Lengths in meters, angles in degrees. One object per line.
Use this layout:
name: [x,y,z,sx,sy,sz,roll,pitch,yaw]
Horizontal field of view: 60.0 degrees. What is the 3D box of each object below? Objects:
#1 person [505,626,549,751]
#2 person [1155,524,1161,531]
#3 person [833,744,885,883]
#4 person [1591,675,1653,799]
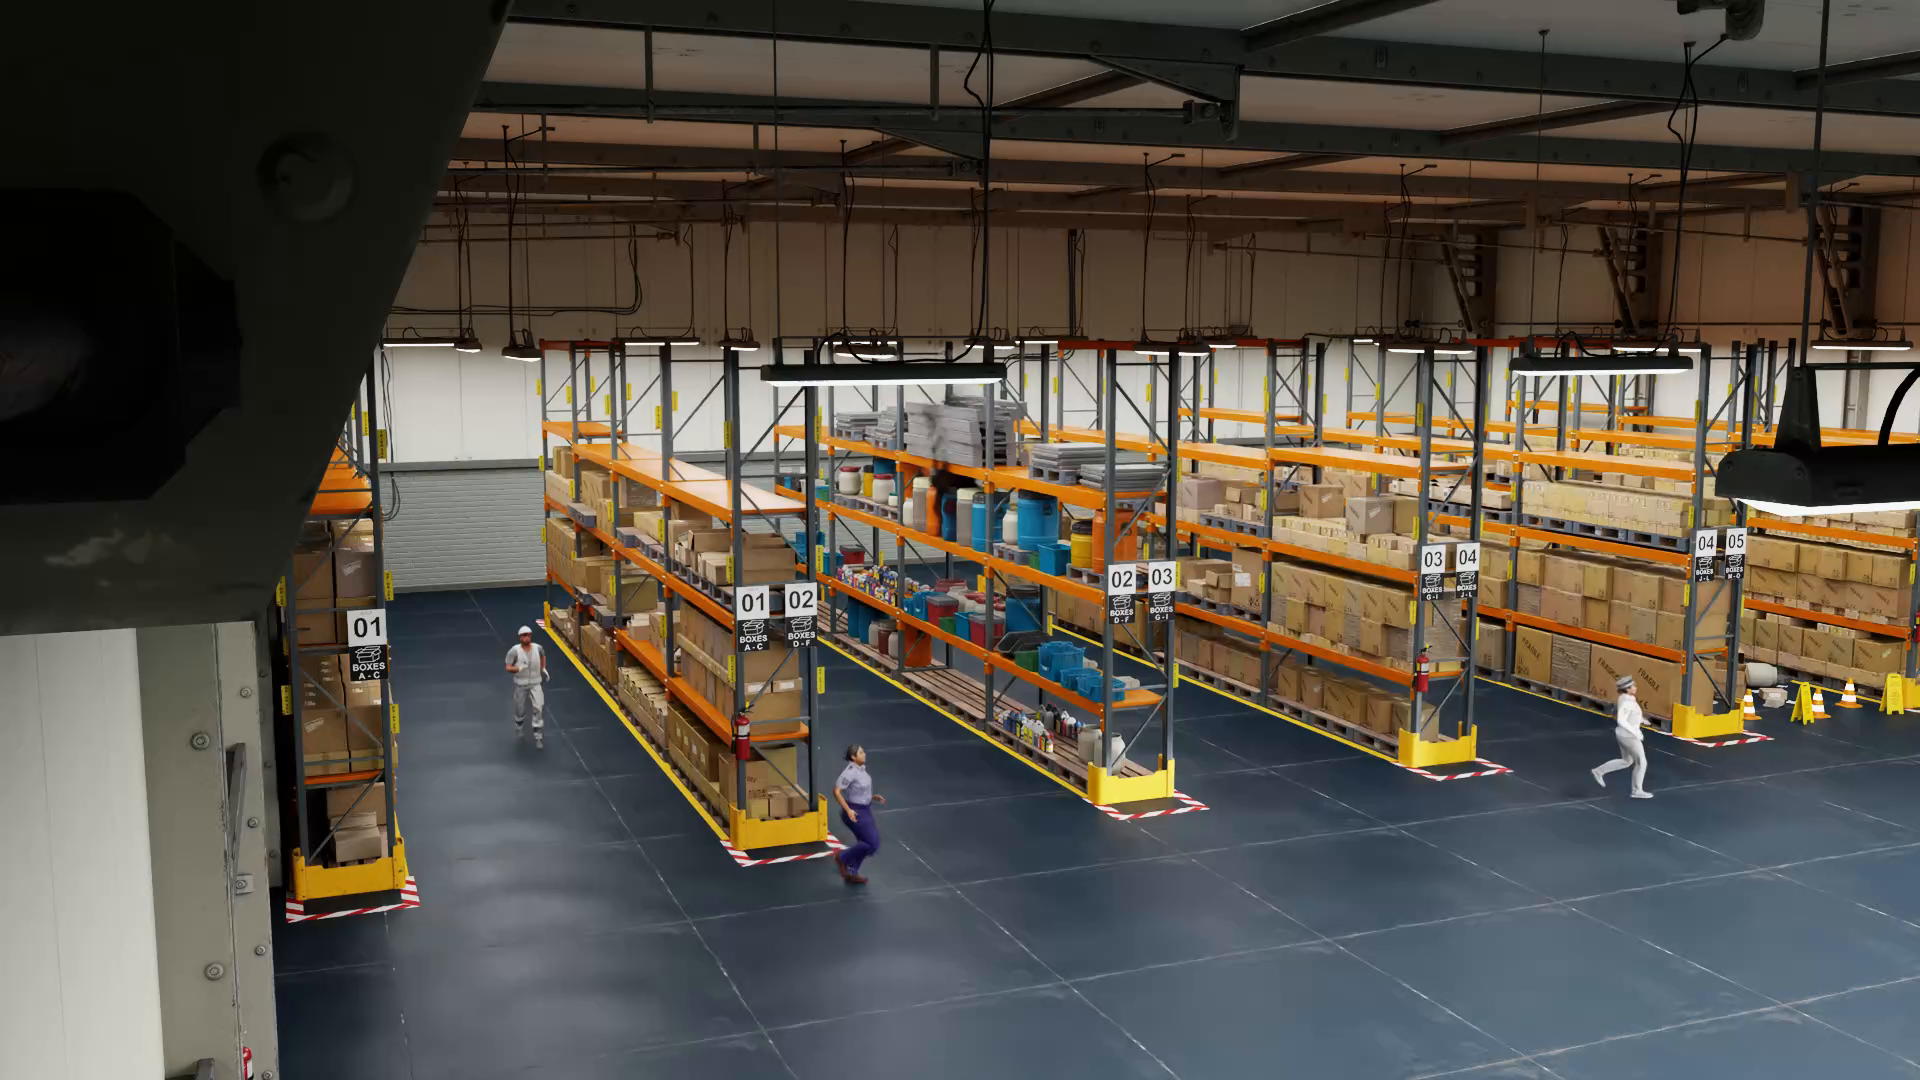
person: [-6.481,2.182,24.938,0.657,1.804,0.937,-4,8,-26]
person: [4.482,0.454,38.612,0.716,1.776,0.874,-2,8,-14]
person: [-1.129,3.109,18.852,0.547,1.594,0.612,1,8,8]
person: [8.919,2.622,22.232,0.730,1.661,0.625,1,8,11]
